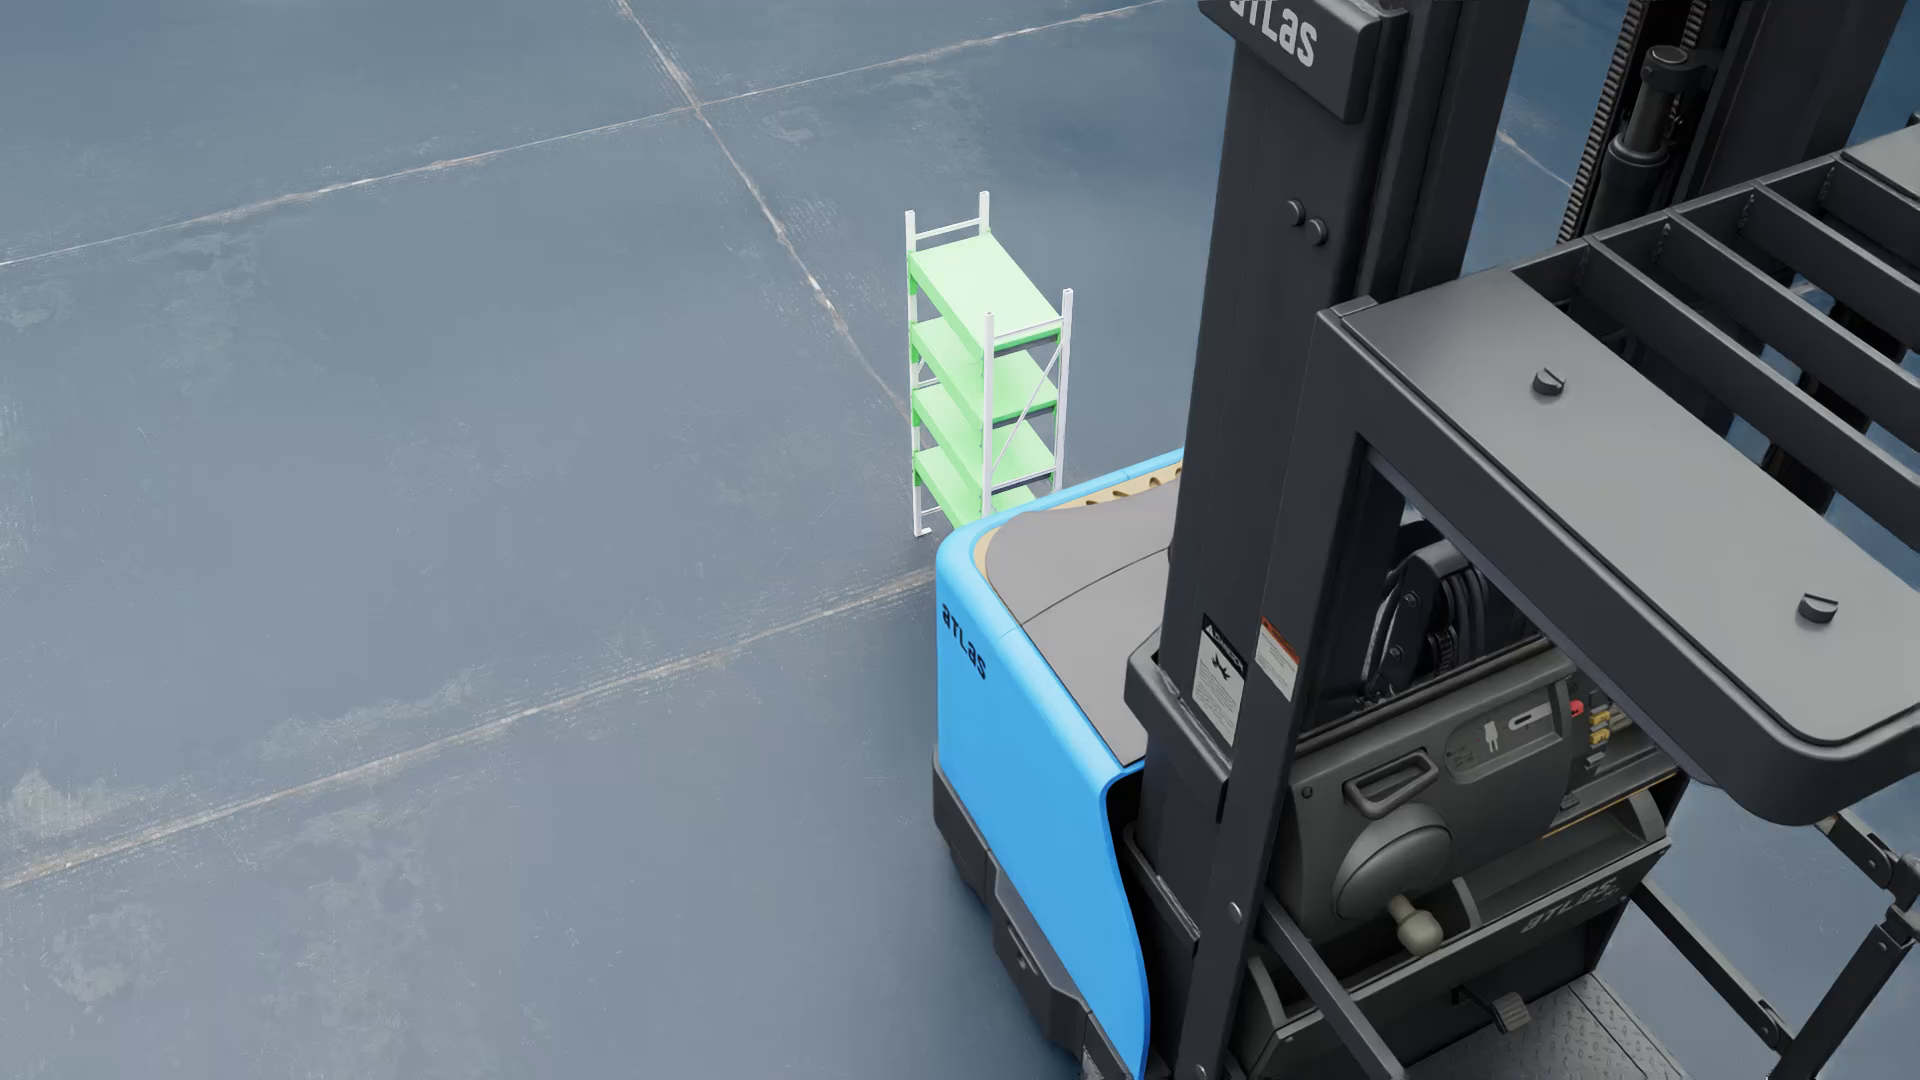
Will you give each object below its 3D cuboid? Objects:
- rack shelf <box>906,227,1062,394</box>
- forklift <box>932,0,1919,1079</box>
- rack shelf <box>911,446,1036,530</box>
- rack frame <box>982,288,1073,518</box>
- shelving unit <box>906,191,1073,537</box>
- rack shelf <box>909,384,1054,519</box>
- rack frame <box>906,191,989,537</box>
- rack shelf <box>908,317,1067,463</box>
[{"bbox_3d":[0.070,-0.618,4.429,0.258,0.148,0.480,-18,47,-17],"label":"rack shelf"},{"bbox_3d":[1.046,0.478,2.679,1.130,2.935,3.031,-20,48,-19],"label":"forklift"},{"bbox_3d":[0.070,-0.105,4.935,0.258,0.148,0.480,-18,47,-17],"label":"rack shelf"},{"bbox_3d":[0.172,-0.166,4.564,0.240,1.200,0.015,-18,47,-17],"label":"rack frame"},{"bbox_3d":[0.070,-0.322,4.722,0.258,1.200,0.503,-18,47,-17],"label":"shelving unit"},{"bbox_3d":[0.070,-0.276,4.767,0.258,0.148,0.480,-18,47,-17],"label":"rack shelf"},{"bbox_3d":[-0.033,-0.477,4.879,0.240,1.200,0.015,-18,47,-17],"label":"rack frame"},{"bbox_3d":[0.070,-0.447,4.598,0.258,0.148,0.480,-18,47,-17],"label":"rack shelf"}]
